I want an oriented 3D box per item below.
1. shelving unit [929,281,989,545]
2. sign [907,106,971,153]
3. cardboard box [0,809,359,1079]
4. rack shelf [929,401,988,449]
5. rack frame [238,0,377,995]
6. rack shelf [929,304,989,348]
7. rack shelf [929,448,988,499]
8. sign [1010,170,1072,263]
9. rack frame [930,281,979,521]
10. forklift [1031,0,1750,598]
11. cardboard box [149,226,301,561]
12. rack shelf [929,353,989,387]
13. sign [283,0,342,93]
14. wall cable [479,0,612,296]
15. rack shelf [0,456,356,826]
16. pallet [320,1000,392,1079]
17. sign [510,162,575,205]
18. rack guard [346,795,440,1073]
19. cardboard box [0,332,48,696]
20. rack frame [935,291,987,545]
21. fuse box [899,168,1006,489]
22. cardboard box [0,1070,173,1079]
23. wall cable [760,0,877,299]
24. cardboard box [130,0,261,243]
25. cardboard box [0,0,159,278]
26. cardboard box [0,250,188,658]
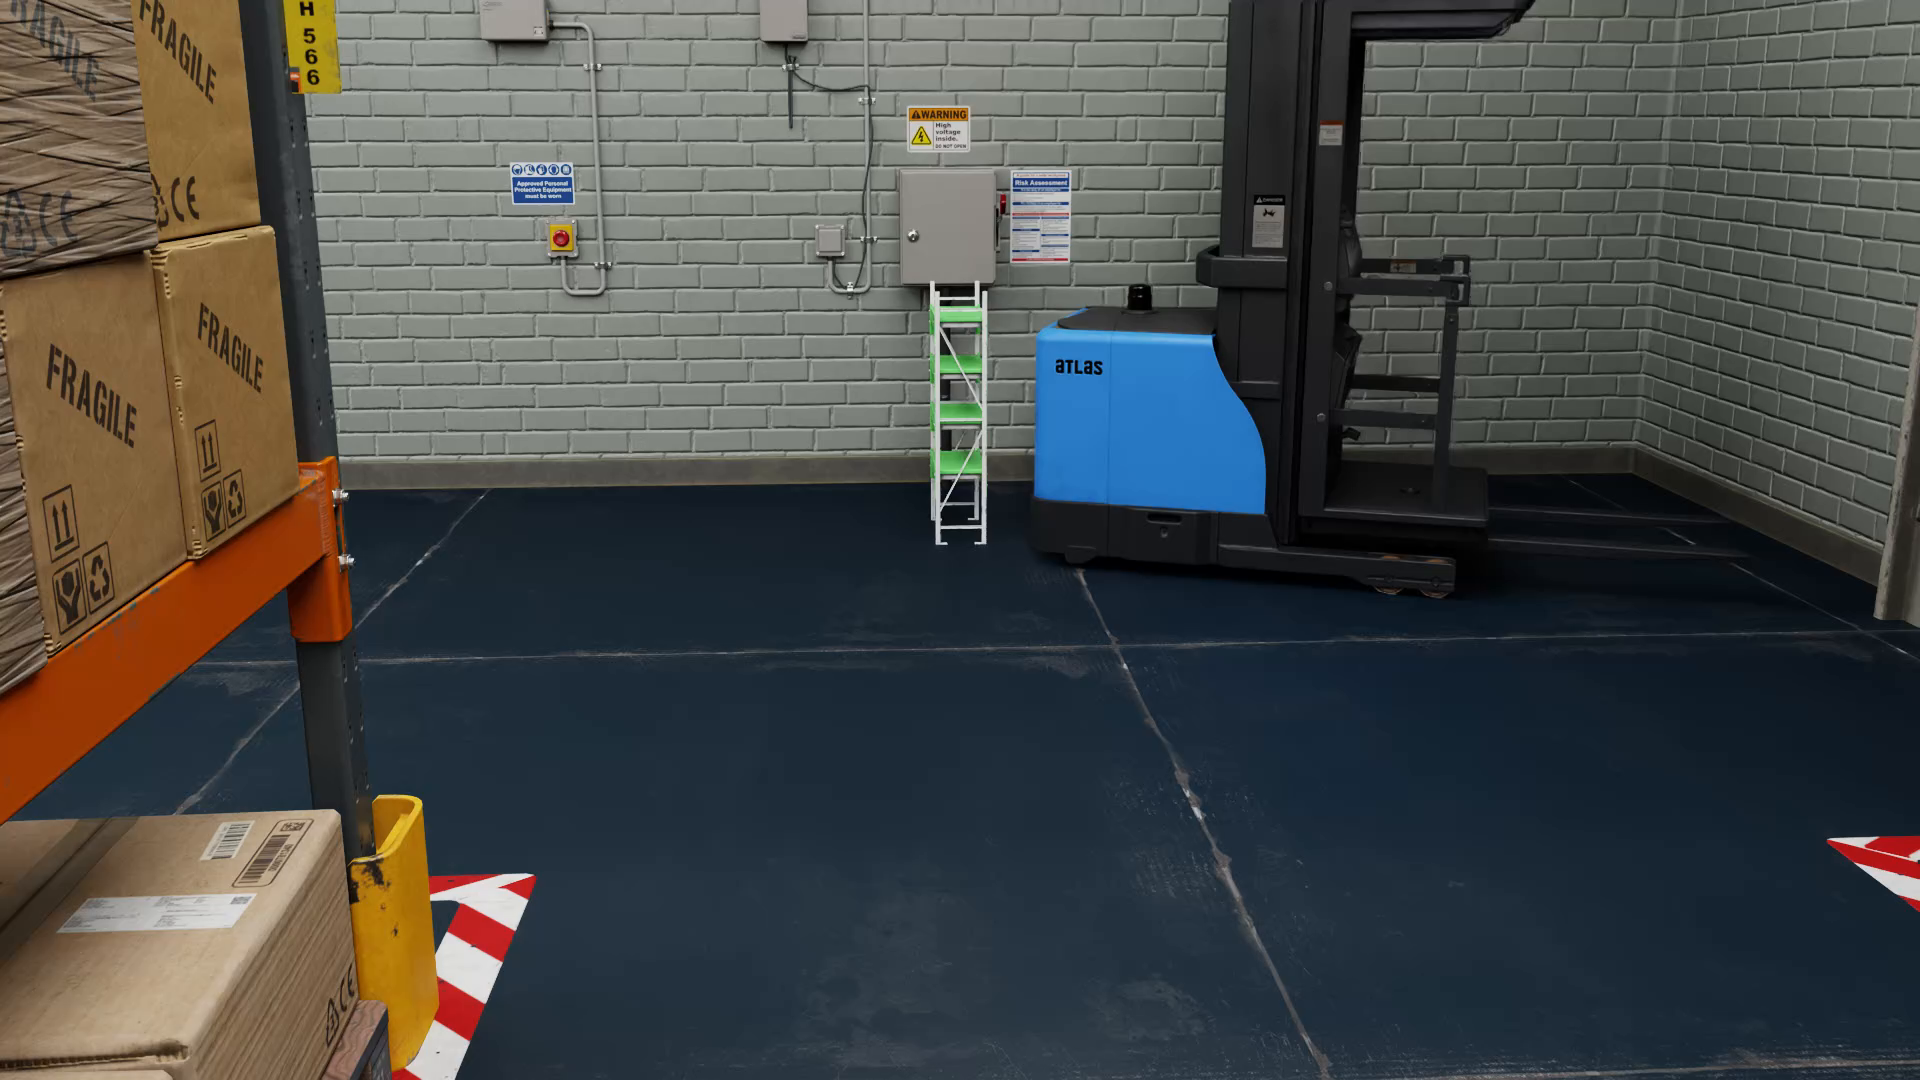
[{"bbox_3d":[-0.010,-0.622,8.037,0.258,1.200,0.503,-1,14,-3],"label":"shelving unit"},{"bbox_3d":[-0.113,-2.182,8.830,0.339,0.242,0.001,-1,14,-3],"label":"sign"},{"bbox_3d":[-1.638,0.867,2.937,0.875,0.438,0.875,-1,14,-5],"label":"cardboard box"},{"bbox_3d":[-0.010,-0.560,8.053,0.258,0.148,0.480,-1,14,-3],"label":"rack shelf"},{"bbox_3d":[-1.778,-0.333,3.302,1.000,3.000,0.127,-1,14,-3],"label":"rack frame"},{"bbox_3d":[-0.010,-1.025,7.933,0.258,0.148,0.480,-1,14,-3],"label":"rack shelf"},{"bbox_3d":[-0.010,-0.328,8.113,0.258,0.148,0.480,-1,14,-3],"label":"rack shelf"},{"bbox_3d":[0.435,-1.745,8.978,0.329,0.494,0.001,-1,14,-3],"label":"sign"},{"bbox_3d":[-0.025,-0.683,8.273,0.240,1.200,0.015,-1,14,-3],"label":"rack frame"},{"bbox_3d":[1.899,-1.319,7.272,3.031,2.935,1.130,4,15,16],"label":"forklift"},{"bbox_3d":[-1.484,-0.266,2.839,0.500,0.500,0.500,-1,14,-3],"label":"cardboard box"},{"bbox_3d":[-0.010,-0.793,7.993,0.258,0.148,0.480,-1,14,-3],"label":"rack shelf"},{"bbox_3d":[-1.236,-1.014,3.147,0.100,0.325,0.005,-1,14,-3],"label":"sign"},{"bbox_3d":[-2.151,-2.242,8.620,0.585,1.953,0.123,-1,14,-3],"label":"wall cable"},{"bbox_3d":[-1.654,0.513,1.458,1.077,0.370,4.000,-1,14,-3],"label":"rack shelf"},{"bbox_3d":[-1.651,1.215,2.881,1.003,0.211,1.213,-1,14,-3],"label":"pallet"},{"bbox_3d":[-2.203,-1.881,8.773,0.327,0.218,0.001,-1,14,-3],"label":"sign"},{"bbox_3d":[-1.780,0.871,3.637,1.175,0.500,0.348,-1,14,-3],"label":"rack guard"},{"bbox_3d":[-1.427,-0.013,1.856,0.500,0.500,0.500,0,14,-2],"label":"cardboard box"},{"bbox_3d":[0.005,-0.562,7.801,0.240,1.200,0.015,-1,14,-3],"label":"rack frame"},{"bbox_3d":[-0.045,-1.107,8.896,0.539,1.711,0.414,-1,14,-3],"label":"fuse box"},{"bbox_3d":[-1.573,1.094,2.053,0.875,0.438,0.875,0,14,-2],"label":"cardboard box"},{"bbox_3d":[-0.736,-2.252,8.721,0.588,1.984,0.122,-1,14,-3],"label":"wall cable"},{"bbox_3d":[-1.511,-0.750,2.713,0.500,0.500,0.500,0,14,-2],"label":"cardboard box"},{"bbox_3d":[-1.449,-0.620,2.210,0.500,0.500,0.500,-1,14,-3],"label":"cardboard box"},{"bbox_3d":[-1.468,-0.141,2.353,0.500,0.500,0.500,-1,14,-5],"label":"cardboard box"}]
